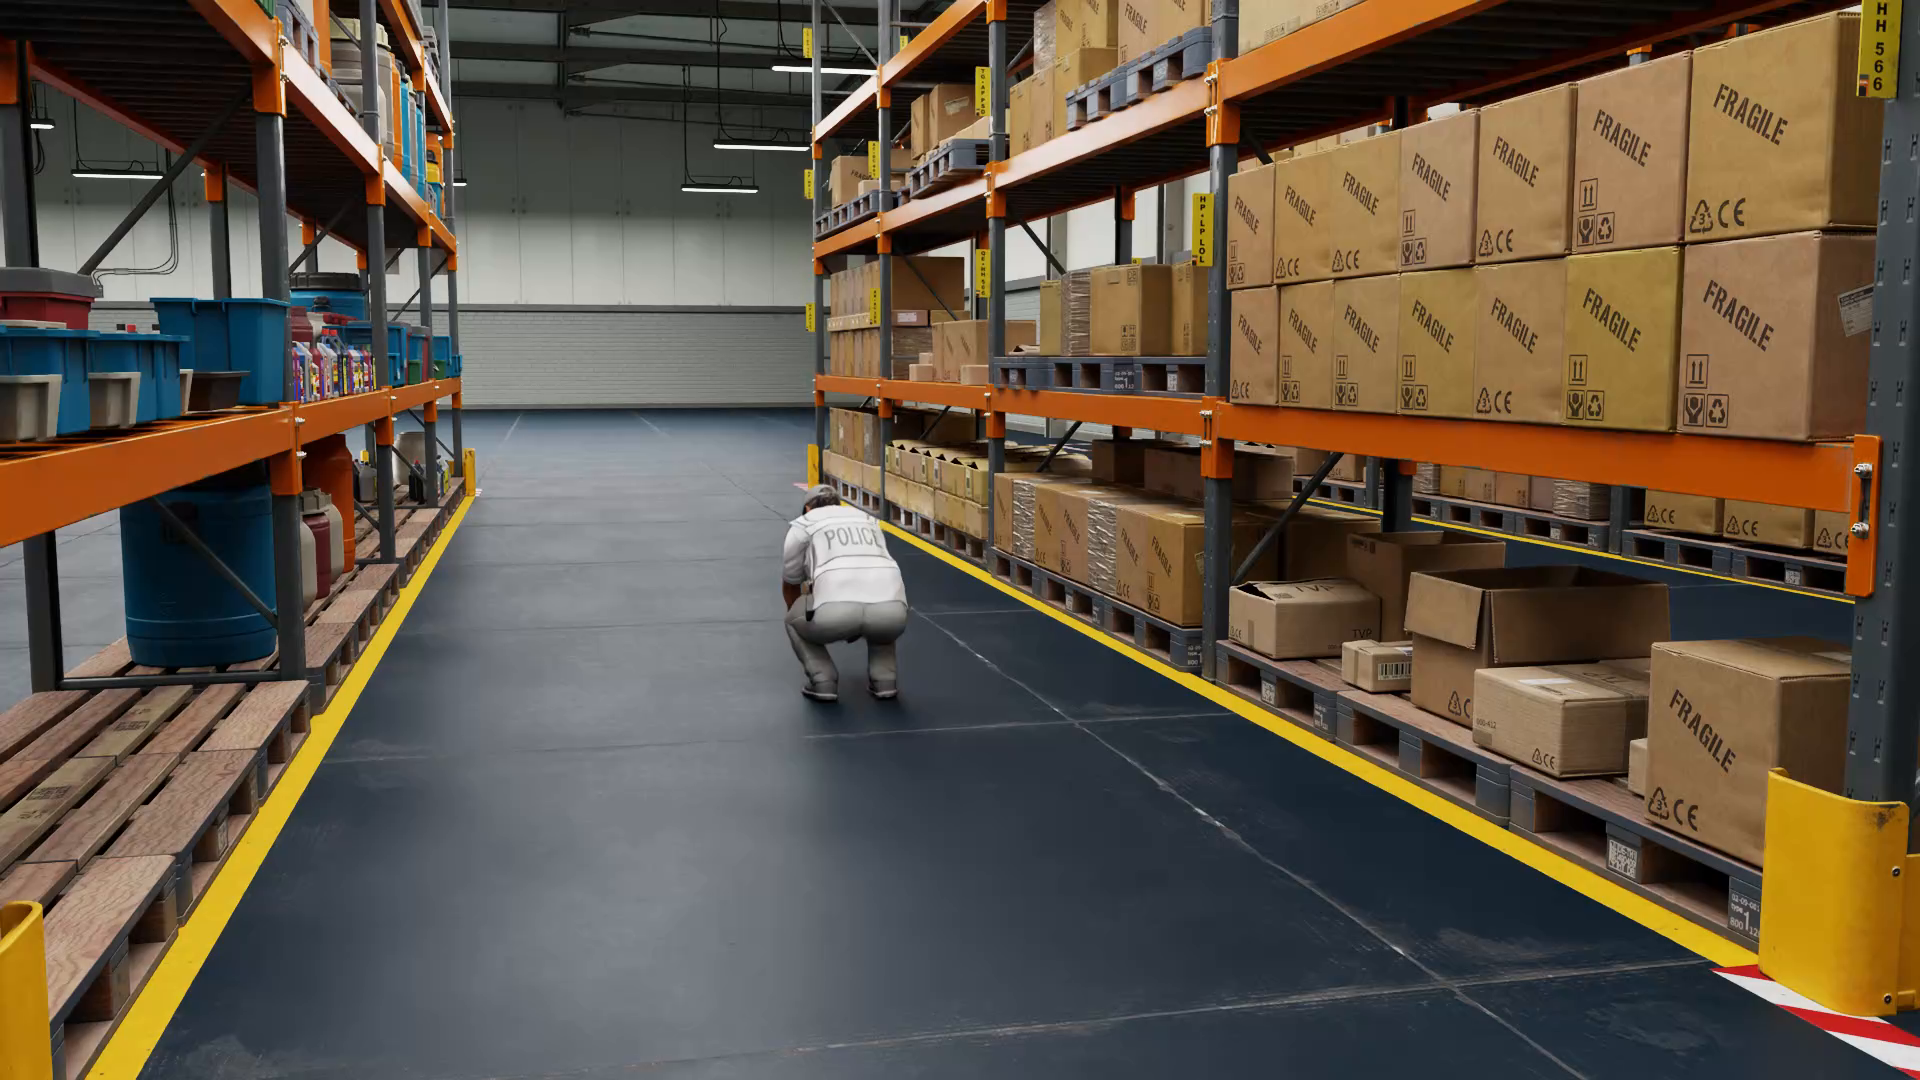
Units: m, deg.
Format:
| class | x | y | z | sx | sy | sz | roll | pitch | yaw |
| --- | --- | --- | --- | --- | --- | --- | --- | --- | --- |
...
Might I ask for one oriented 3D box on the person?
| class | x | y | z | sx | sy | sz | roll | pitch | yaw |
| --- | --- | --- | --- | --- | --- | --- | --- | --- | --- |
| person | -0.525 | 0.229 | 7.516 | 0.527 | 0.930 | 0.861 | -2 | 6 | -14 |
